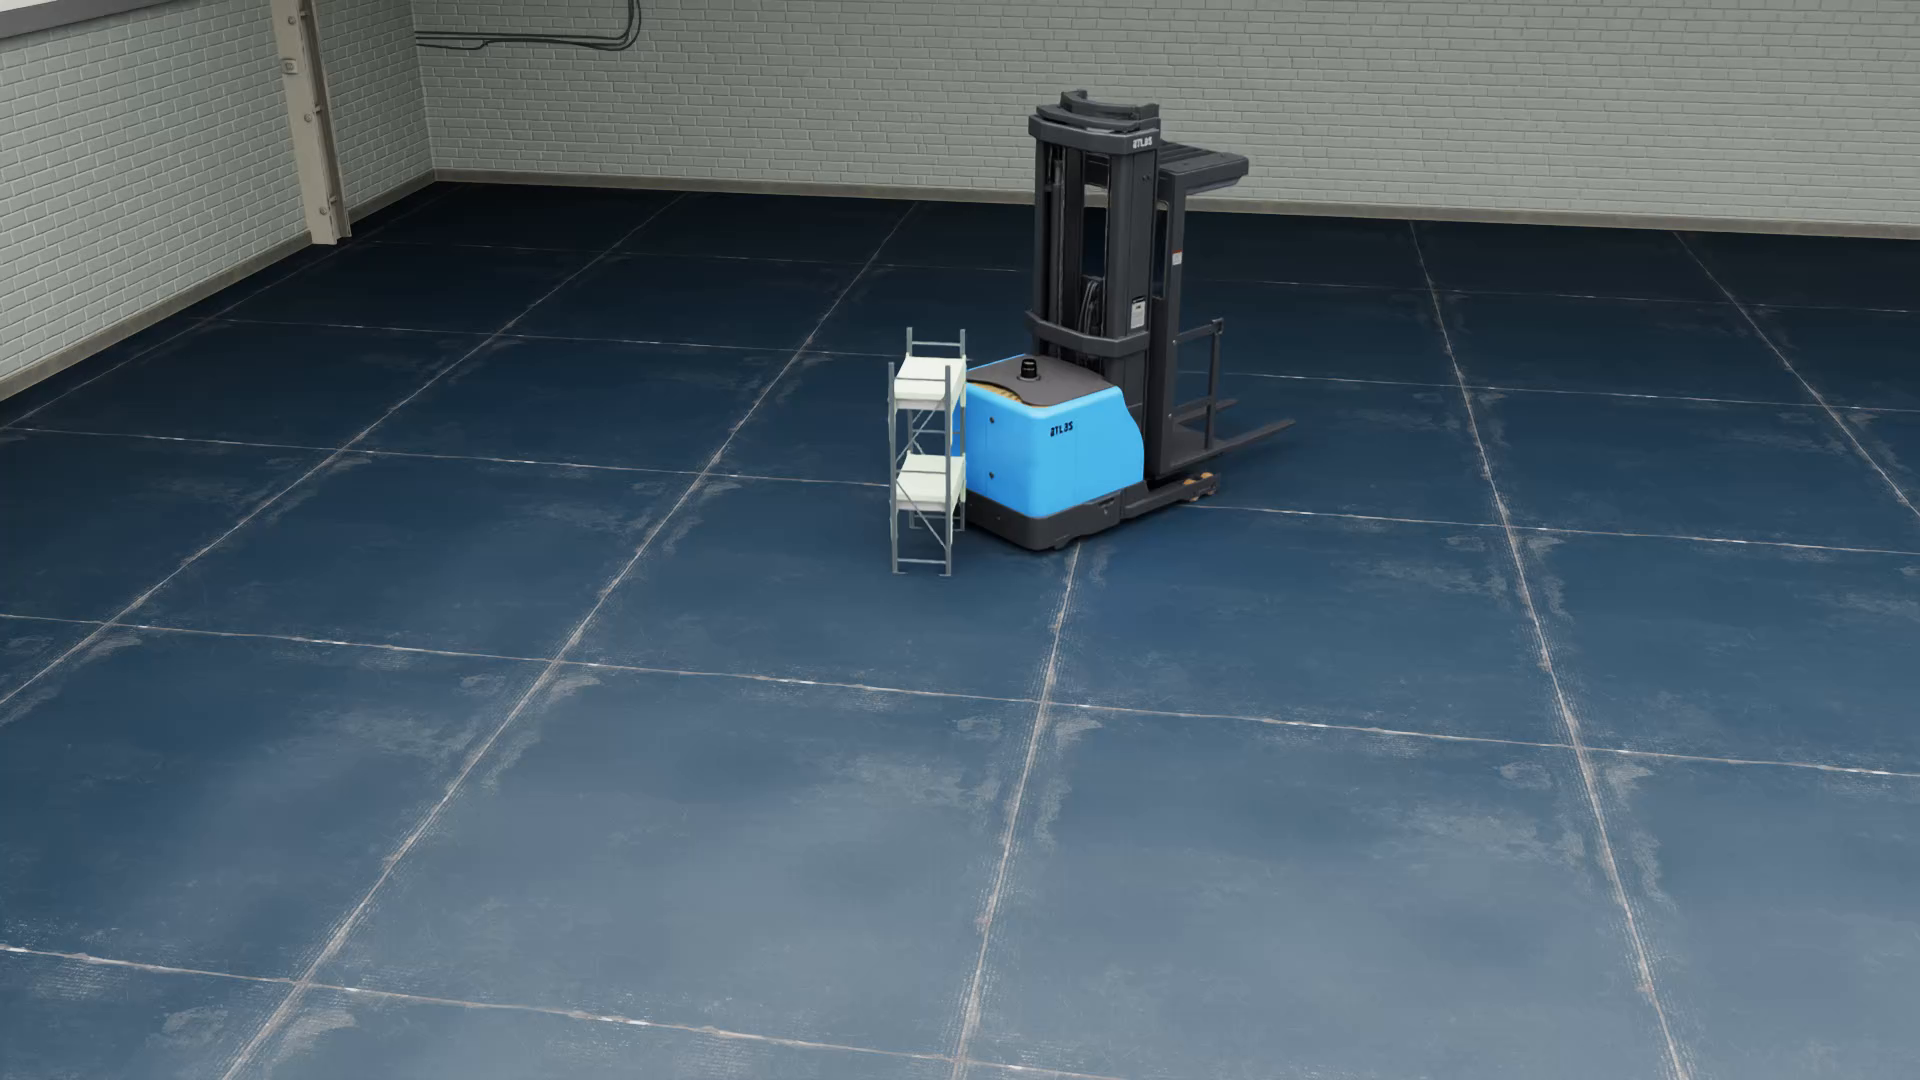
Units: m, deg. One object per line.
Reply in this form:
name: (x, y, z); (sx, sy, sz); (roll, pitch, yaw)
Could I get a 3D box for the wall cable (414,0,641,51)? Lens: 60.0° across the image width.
wall cable: (-5.455, -7.270, 20.329); (3.097, 2.526, 0.112); (4, 25, 9)

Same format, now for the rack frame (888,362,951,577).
rack frame: (-0.258, -0.442, 10.926); (0.400, 1.500, 0.023); (3, 25, 7)

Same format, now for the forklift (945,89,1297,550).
forklift: (1.322, -1.762, 12.057); (3.031, 2.935, 1.130); (-20, 32, -36)

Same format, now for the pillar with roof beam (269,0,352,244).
pillar with roof beam: (-2.993, -7.238, 16.597); (9.100, 9.000, 0.400); (4, 25, 9)

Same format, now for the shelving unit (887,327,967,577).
shelving unit: (-0.210, -0.596, 11.255); (0.431, 1.500, 0.755); (3, 25, 7)

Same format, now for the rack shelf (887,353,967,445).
rack shelf: (-0.210, -0.950, 11.089); (0.431, 0.370, 0.720); (3, 25, 7)

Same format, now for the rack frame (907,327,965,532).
rack frame: (-0.163, -0.750, 11.584); (0.400, 1.500, 0.023); (3, 25, 7)

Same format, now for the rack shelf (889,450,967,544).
rack shelf: (-0.210, -0.301, 11.393); (0.431, 0.370, 0.720); (3, 25, 7)
